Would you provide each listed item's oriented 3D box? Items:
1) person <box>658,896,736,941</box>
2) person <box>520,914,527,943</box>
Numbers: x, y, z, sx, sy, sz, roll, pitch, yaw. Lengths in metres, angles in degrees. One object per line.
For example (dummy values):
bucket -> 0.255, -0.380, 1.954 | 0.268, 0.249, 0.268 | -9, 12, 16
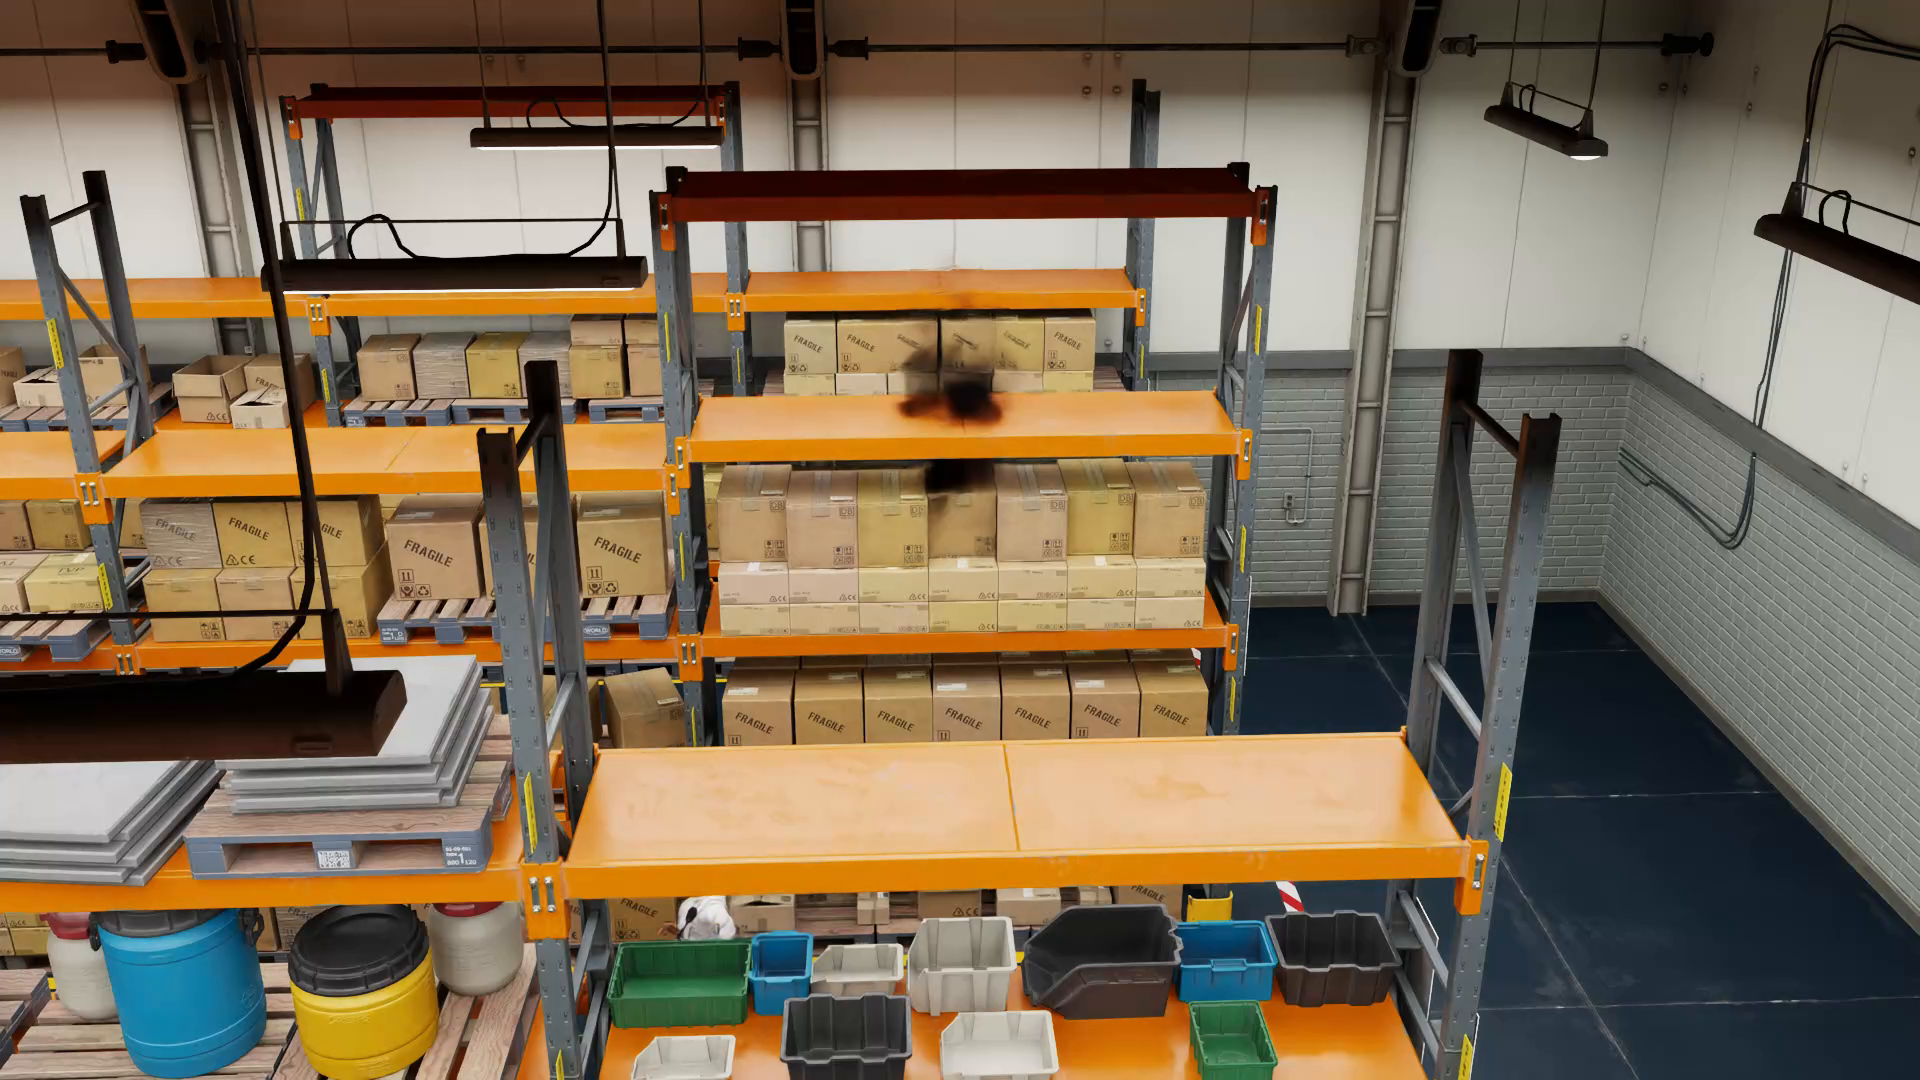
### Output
person -> -1.764, 2.862, 11.215 | 0.516, 1.670, 0.598 | -4, 22, -9
person -> -3.143, 2.835, 11.091 | 0.679, 1.879, 0.631 | -3, 22, -7
